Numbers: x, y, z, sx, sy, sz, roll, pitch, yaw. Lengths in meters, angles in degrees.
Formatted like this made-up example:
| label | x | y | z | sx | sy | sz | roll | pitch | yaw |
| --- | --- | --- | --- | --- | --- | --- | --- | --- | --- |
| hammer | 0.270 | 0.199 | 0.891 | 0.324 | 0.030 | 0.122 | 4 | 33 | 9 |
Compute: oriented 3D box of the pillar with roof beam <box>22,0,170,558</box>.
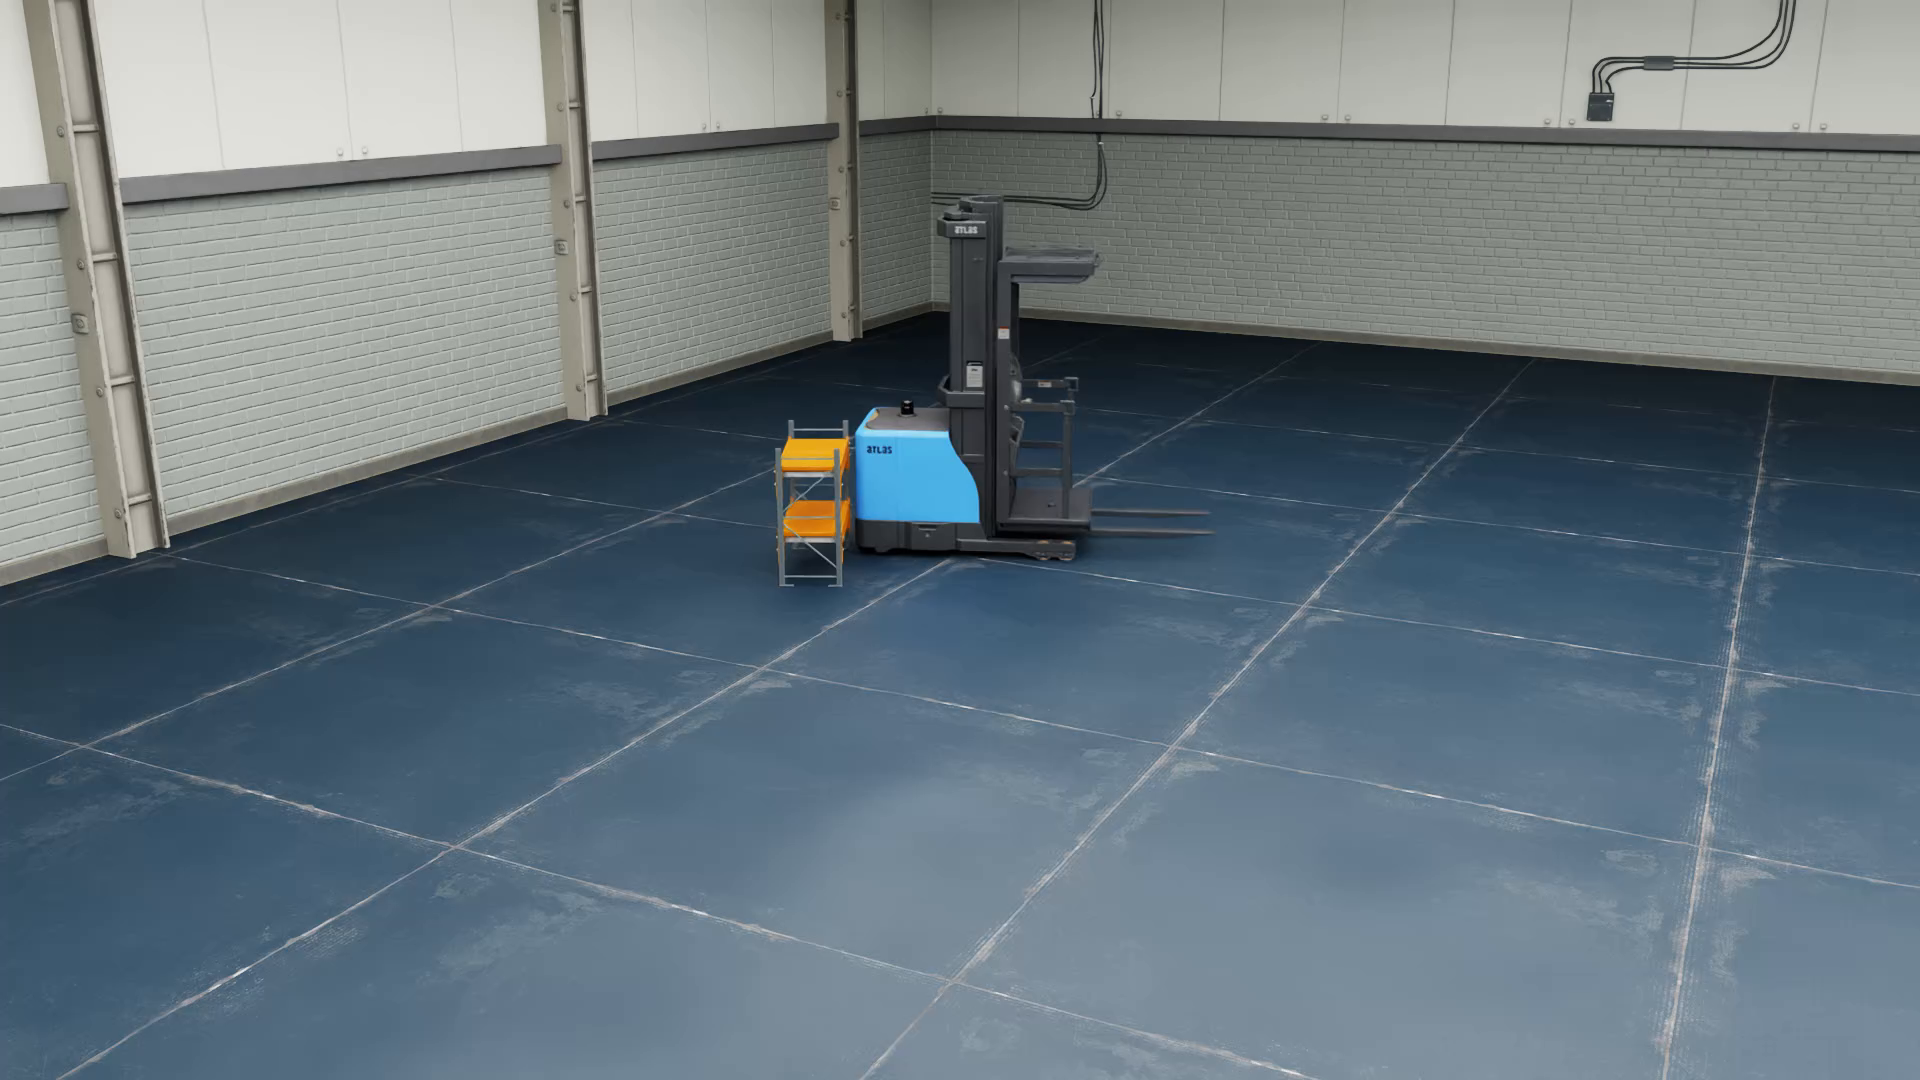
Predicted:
| label | x | y | z | sx | sy | sz | roll | pitch | yaw |
| --- | --- | --- | --- | --- | --- | --- | --- | --- | --- |
| pillar with roof beam | -3.177 | -3.679 | 11.108 | 9.100 | 9.000 | 0.400 | 8 | 18 | 25 |

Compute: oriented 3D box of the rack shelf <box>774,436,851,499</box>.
| label | x | y | z | sx | sy | sz | roll | pitch | yaw |
| --- | --- | --- | --- | --- | --- | --- | --- | --- | --- |
| rack shelf | -1.190 | -0.599 | 13.537 | 0.538 | 0.278 | 1.000 | 0 | 17 | 0 |

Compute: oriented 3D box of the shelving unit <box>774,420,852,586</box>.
| label | x | y | z | sx | sy | sz | roll | pitch | yaw |
| --- | --- | --- | --- | --- | --- | --- | --- | --- | --- |
| shelving unit | -1.190 | -0.318 | 13.621 | 0.538 | 1.125 | 1.048 | 0 | 17 | 0 |

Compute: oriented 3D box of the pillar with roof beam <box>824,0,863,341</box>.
| label | x | y | z | sx | sy | sz | roll | pitch | yaw |
| --- | --- | --- | --- | --- | --- | --- | --- | --- | --- |
| pillar with roof beam | 2.185 | -6.736 | 21.399 | 9.100 | 9.000 | 0.400 | 8 | 18 | 25 |

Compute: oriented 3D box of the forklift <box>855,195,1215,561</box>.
| label | x | y | z | sx | sy | sz | roll | pitch | yaw |
| --- | --- | --- | --- | --- | --- | --- | --- | --- | --- |
| forklift | 0.660 | -1.384 | 14.037 | 3.031 | 2.935 | 1.130 | 2 | 17 | 5 |

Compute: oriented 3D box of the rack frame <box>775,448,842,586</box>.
| label | x | y | z | sx | sy | sz | roll | pitch | yaw |
| --- | --- | --- | --- | --- | --- | --- | --- | --- | --- |
| rack frame | -1.191 | -0.174 | 13.133 | 0.500 | 1.125 | 0.032 | 0 | 17 | 0 |

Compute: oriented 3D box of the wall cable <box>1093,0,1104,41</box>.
| label | x | y | z | sx | sy | sz | roll | pitch | yaw |
| --- | --- | --- | --- | --- | --- | --- | --- | --- | --- |
| wall cable | 3.254 | -8.454 | 23.767 | 3.097 | 2.526 | 0.112 | 8 | 18 | 25 |

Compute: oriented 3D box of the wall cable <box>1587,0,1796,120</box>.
| label | x | y | z | sx | sy | sz | roll | pitch | yaw |
| --- | --- | --- | --- | --- | --- | --- | --- | --- | --- |
| wall cable | 9.319 | -8.284 | 20.638 | 2.305 | 6.003 | 0.169 | 8 | 18 | 25 |

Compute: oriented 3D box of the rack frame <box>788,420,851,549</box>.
| label | x | y | z | sx | sy | sz | roll | pitch | yaw |
| --- | --- | --- | --- | --- | --- | --- | --- | --- | --- |
| rack frame | -1.190 | -0.463 | 14.108 | 0.500 | 1.125 | 0.032 | 0 | 17 | 0 |

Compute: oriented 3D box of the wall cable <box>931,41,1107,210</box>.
| label | x | y | z | sx | sy | sz | roll | pitch | yaw |
| --- | --- | --- | --- | --- | --- | --- | --- | --- | --- |
| wall cable | 0.833 | -6.377 | 25.645 | 3.097 | 2.526 | 0.112 | 8 | 18 | 25 |

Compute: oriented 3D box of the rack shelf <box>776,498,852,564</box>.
| label | x | y | z | sx | sy | sz | roll | pitch | yaw |
| --- | --- | --- | --- | --- | --- | --- | --- | --- | --- |
| rack shelf | -1.190 | -0.084 | 13.690 | 0.538 | 0.278 | 1.000 | 0 | 17 | 0 |

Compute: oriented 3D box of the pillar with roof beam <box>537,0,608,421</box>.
| label | x | y | z | sx | sy | sz | roll | pitch | yaw |
| --- | --- | --- | --- | --- | --- | --- | --- | --- | --- |
| pillar with roof beam | -0.496 | -5.208 | 16.253 | 9.100 | 9.000 | 0.400 | 8 | 18 | 25 |
